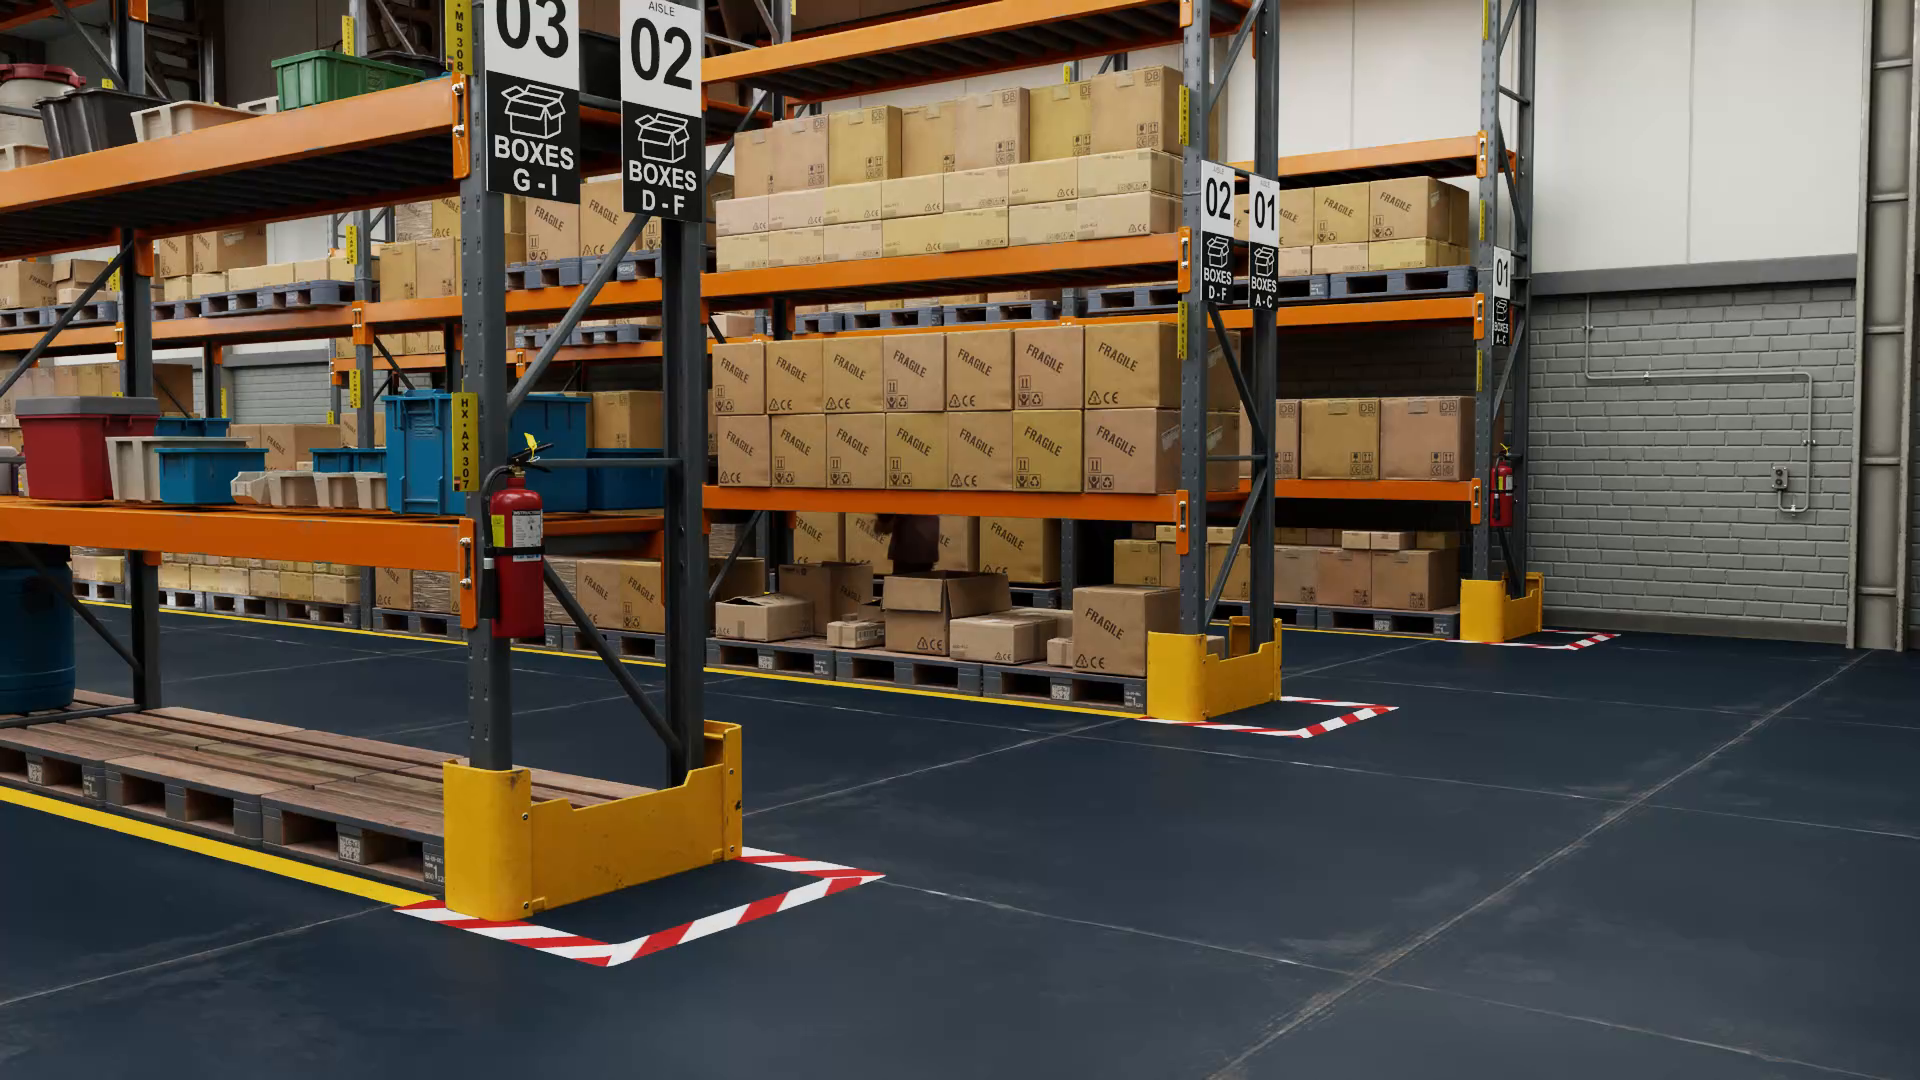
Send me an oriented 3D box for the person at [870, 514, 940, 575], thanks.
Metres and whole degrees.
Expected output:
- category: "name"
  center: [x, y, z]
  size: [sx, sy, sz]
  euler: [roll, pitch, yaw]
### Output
- category: "person"
  center: [-0.429, -0.055, 13.348]
  size: [0.517, 1.781, 0.559]
  euler: [2, 4, 33]
